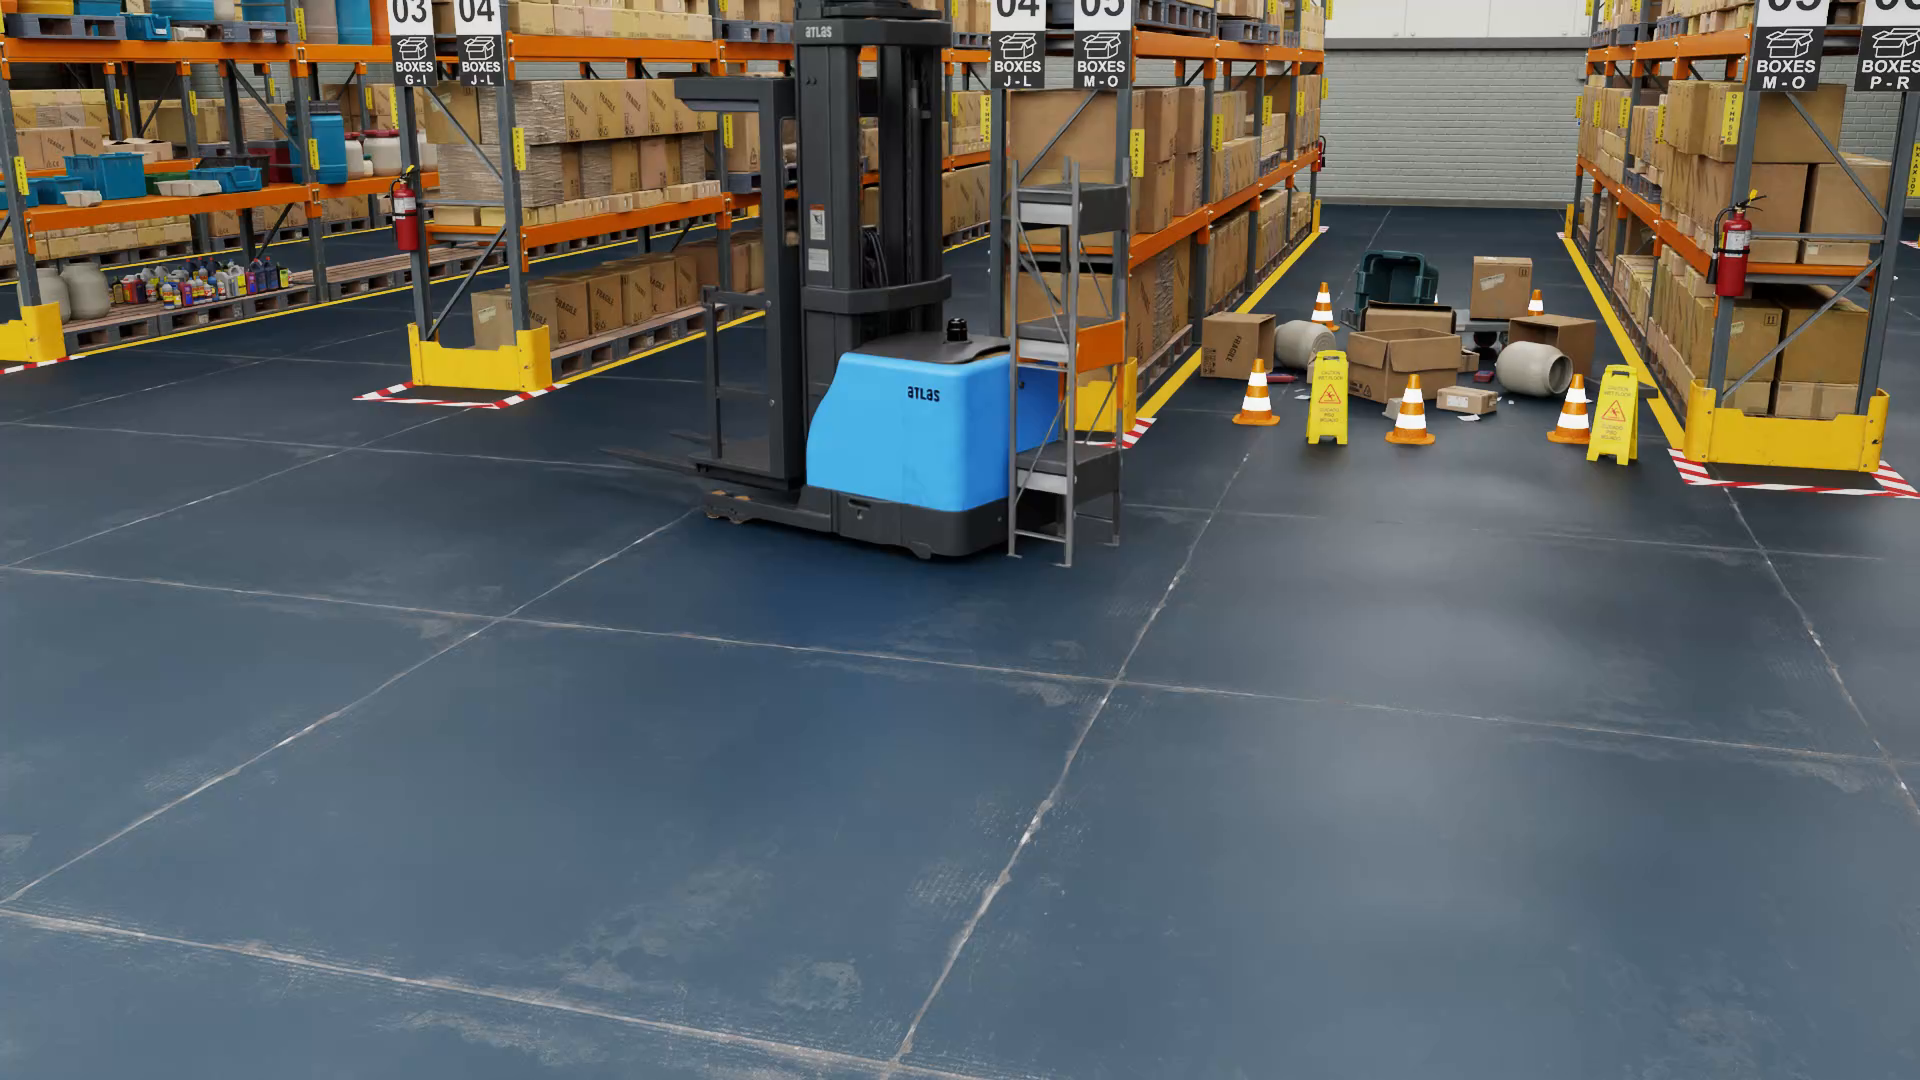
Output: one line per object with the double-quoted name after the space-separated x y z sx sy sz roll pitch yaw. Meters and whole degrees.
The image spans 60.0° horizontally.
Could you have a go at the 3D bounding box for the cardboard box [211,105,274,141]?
-10.723 -6.232 24.853 0.700 0.500 0.500 8 18 26 "cardboard box"

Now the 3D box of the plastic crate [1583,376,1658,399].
5.392 -1.248 13.584 0.402 0.080 0.583 -1 16 -3 "plastic crate"

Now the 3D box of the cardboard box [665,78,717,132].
-2.741 -4.302 16.438 0.500 0.500 0.500 5 16 16 "cardboard box"

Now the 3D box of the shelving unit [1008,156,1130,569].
0.572 -0.946 8.817 0.431 2.100 0.503 11 19 34 "shelving unit"

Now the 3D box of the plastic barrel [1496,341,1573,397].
4.623 -1.372 13.391 0.421 0.421 0.512 -10 19 -32 "plastic barrel"

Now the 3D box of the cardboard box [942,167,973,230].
-0.339 -5.208 25.318 0.875 0.875 0.875 5 16 16 "cardboard box"

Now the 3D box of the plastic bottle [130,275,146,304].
-8.461 -2.581 17.105 0.061 0.283 0.133 5 16 16 "plastic bottle"

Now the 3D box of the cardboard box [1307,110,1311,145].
4.941 -6.153 24.799 0.500 0.500 0.500 5 17 19 "cardboard box"

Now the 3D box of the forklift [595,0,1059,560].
-0.909 -1.605 9.616 3.031 2.935 1.130 12 20 35 "forklift"

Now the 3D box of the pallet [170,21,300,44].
-7.737 -5.309 17.398 1.213 0.211 1.003 5 16 16 "pallet"

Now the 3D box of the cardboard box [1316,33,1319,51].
5.093 -7.466 24.932 0.500 0.250 0.500 5 17 18 "cardboard box"

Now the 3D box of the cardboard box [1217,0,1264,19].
2.977 -5.758 17.845 0.500 0.311 0.500 5 16 16 "cardboard box"

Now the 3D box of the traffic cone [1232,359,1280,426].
2.226 -1.120 12.428 0.336 0.463 0.334 5 16 16 "traffic cone"

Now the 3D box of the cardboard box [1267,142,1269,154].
3.682 -4.934 20.918 0.380 0.149 0.250 5 17 17 "cardboard box"

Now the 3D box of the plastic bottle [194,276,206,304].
-7.822 -2.571 17.092 0.097 0.271 0.097 0 16 0 "plastic bottle"

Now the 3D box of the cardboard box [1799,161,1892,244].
5.888 -2.247 11.027 0.500 0.500 0.500 4 16 15 "cardboard box"

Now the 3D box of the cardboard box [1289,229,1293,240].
4.535 -4.351 23.629 0.380 0.149 0.250 4 16 13 "cardboard box"

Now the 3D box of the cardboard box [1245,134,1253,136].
3.316 -4.739 19.687 0.380 0.149 0.250 5 17 18 "cardboard box"

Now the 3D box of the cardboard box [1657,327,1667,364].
6.057 -1.605 13.762 0.500 0.250 0.500 6 17 19 "cardboard box"

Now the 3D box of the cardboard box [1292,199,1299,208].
4.889 -5.048 24.995 0.380 0.149 0.250 5 17 16 "cardboard box"

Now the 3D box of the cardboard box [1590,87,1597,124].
9.055 -6.033 23.088 0.500 0.500 0.500 5 17 17 "cardboard box"

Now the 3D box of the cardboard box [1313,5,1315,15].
5.053 -7.858 24.668 0.380 0.149 0.250 5 17 17 "cardboard box"

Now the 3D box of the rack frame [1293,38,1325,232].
5.260 -6.497 26.739 1.000 3.000 0.127 5 16 16 "rack frame"

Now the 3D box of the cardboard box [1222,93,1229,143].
2.418 -4.416 17.386 0.700 0.500 0.500 4 16 15 "cardboard box"

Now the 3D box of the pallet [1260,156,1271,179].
3.087 -4.507 20.072 1.213 0.211 1.003 5 16 16 "pallet"

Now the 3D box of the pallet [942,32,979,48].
-0.361 -7.475 24.853 1.003 0.211 1.213 5 16 16 "pallet"

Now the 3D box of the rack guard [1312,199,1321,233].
5.239 -5.275 27.010 1.175 0.500 0.348 5 16 16 "rack guard"

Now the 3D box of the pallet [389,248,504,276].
-6.746 -3.658 21.840 1.003 0.211 1.213 5 16 16 "pallet"

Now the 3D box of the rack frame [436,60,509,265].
-6.489 -5.199 22.163 1.000 3.000 0.127 5 16 16 "rack frame"

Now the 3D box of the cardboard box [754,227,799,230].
-2.057 -3.501 19.951 0.700 0.500 0.500 3 16 11 "cardboard box"

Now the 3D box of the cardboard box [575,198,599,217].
-3.400 -2.917 14.579 0.380 0.149 0.250 5 16 16 "cardboard box"

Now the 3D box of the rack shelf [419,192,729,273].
-3.445 -2.899 15.373 1.077 0.370 4.000 5 16 16 "rack shelf"

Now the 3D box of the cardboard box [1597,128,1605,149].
8.503 -5.168 21.413 0.500 0.250 0.500 4 16 14 "cardboard box"

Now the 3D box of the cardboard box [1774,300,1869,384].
5.988 -1.390 11.627 0.500 0.500 0.500 4 16 14 "cardboard box"

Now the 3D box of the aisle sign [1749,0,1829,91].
5.192 -3.211 10.388 0.394 0.787 0.004 5 16 16 "aisle sign"

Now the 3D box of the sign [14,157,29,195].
-8.236 -3.196 14.592 0.100 0.325 0.005 5 16 16 "sign"

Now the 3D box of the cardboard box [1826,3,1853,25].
5.882 -3.413 10.829 0.380 0.149 0.250 4 16 14 "cardboard box"

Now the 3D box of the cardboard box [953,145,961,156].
-0.200 -5.792 24.715 0.380 0.149 0.250 5 16 16 "cardboard box"

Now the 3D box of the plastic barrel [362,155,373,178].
-7.102 -4.421 19.671 0.301 0.262 0.301 0 16 0 "plastic barrel"

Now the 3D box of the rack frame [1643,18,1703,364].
6.625 -3.000 14.410 1.000 3.000 0.127 5 16 16 "rack frame"

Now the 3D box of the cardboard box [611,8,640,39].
-3.201 -4.600 14.829 0.500 0.250 0.500 5 17 18 "cardboard box"

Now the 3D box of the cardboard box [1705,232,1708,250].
5.448 -2.088 11.653 0.380 0.149 0.250 4 16 15 "cardboard box"

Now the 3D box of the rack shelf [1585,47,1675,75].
9.466 -6.713 23.323 1.077 0.370 4.000 5 16 16 "rack shelf"

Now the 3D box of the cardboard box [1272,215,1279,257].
3.859 -3.969 21.636 0.500 0.500 0.500 4 16 15 "cardboard box"

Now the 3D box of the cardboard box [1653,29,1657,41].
7.509 -5.300 17.480 0.380 0.149 0.250 5 16 16 "cardboard box"

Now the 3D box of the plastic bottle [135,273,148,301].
-8.523 -2.622 17.262 0.152 0.276 0.135 4 16 14 "plastic bottle"

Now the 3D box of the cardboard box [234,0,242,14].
-10.817 -7.937 24.303 0.500 0.500 0.500 5 16 16 "cardboard box"

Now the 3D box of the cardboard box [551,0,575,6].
-3.448 -4.541 13.888 0.380 0.149 0.250 5 17 18 "cardboard box"

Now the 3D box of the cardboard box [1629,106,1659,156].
7.412 -4.340 17.636 0.500 0.500 0.500 4 16 14 "cardboard box"

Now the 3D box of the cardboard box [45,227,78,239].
-11.724 -4.042 21.324 0.500 0.311 0.500 4 16 14 "cardboard box"

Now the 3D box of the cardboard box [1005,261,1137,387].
0.843 -1.674 12.857 0.875 0.875 0.875 5 17 16 "cardboard box"

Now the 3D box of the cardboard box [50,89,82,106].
-14.893 -7.301 27.432 0.500 0.250 0.500 5 17 17 "cardboard box"

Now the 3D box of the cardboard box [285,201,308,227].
-10.399 -5.096 25.572 0.500 0.500 0.500 4 16 14 "cardboard box"

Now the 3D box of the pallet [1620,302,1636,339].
7.189 -2.183 16.638 1.003 0.211 1.213 5 16 16 "pallet"

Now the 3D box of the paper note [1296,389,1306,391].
2.790 -1.229 13.644 0.123 0.001 0.032 -15 21 -41 "paper note"
